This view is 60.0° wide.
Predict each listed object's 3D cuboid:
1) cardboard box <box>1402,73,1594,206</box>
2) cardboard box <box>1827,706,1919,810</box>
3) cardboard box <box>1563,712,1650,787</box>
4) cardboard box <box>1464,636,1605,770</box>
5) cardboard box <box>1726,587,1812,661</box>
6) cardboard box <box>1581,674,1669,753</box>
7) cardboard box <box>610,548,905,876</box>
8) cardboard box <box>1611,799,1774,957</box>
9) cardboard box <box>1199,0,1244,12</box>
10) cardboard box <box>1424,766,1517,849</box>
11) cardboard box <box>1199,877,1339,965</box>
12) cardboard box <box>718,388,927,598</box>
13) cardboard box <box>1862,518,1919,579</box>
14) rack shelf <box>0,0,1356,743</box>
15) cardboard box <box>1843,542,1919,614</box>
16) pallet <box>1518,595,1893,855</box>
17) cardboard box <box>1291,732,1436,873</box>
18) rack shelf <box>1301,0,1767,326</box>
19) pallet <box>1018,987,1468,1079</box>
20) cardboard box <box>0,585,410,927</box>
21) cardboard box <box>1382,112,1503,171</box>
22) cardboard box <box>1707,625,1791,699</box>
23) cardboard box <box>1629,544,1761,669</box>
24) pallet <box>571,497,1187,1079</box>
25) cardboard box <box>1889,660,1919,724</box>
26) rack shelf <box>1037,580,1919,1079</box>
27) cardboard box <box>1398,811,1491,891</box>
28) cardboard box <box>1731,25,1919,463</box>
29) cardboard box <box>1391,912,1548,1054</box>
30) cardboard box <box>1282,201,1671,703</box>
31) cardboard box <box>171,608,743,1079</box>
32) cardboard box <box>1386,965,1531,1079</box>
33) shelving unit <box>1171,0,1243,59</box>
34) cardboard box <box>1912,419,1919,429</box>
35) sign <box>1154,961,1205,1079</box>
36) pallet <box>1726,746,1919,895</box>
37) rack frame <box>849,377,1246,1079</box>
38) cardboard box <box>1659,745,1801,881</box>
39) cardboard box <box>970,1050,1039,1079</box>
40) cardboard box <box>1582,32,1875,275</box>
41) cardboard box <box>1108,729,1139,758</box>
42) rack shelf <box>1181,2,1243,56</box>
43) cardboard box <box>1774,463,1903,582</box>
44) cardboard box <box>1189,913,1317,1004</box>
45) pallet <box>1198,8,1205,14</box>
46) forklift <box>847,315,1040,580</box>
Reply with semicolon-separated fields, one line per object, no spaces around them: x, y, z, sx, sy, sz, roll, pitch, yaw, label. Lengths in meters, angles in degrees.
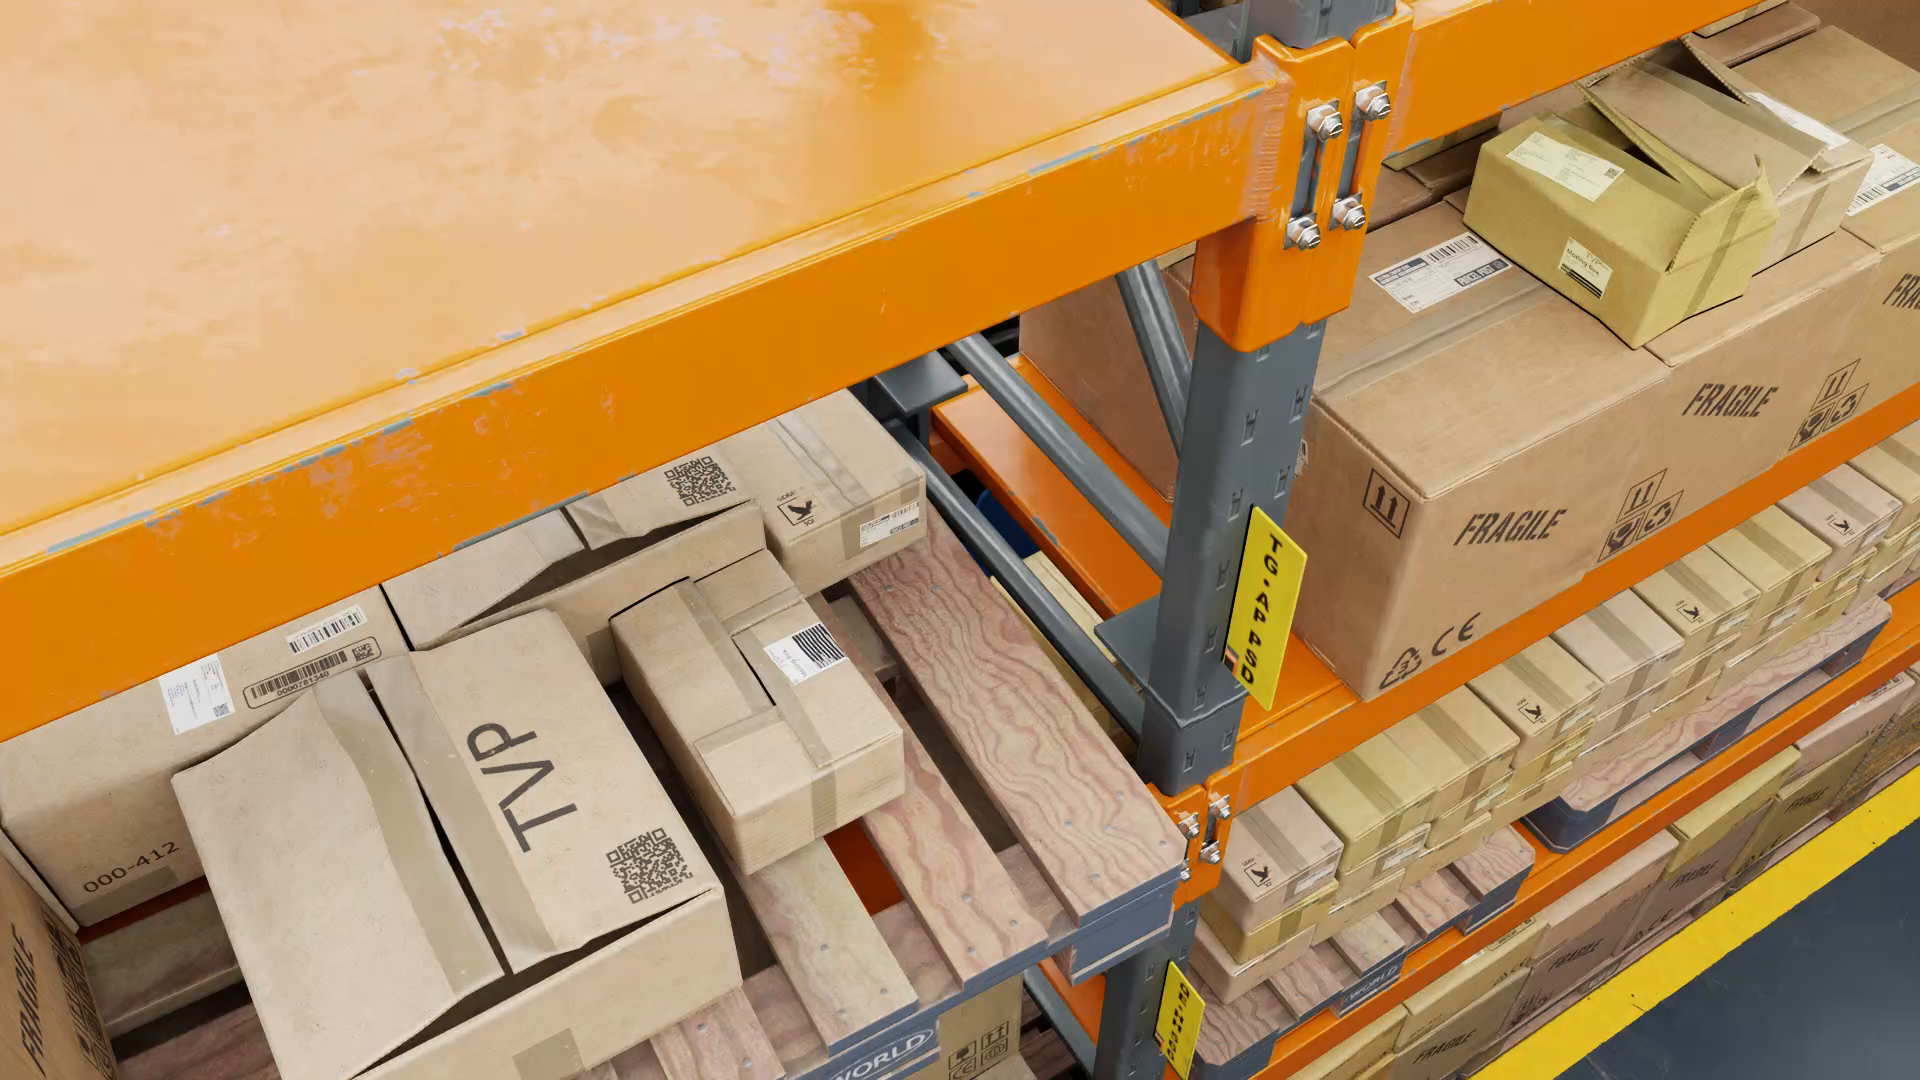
0.873;-0.688;3.224;0.500;0.500;0.500;-25;53;-21;cardboard box
3.001;0.490;5.643;0.500;0.500;0.500;-26;53;-21;cardboard box
1.502;0.401;4.217;0.250;0.149;0.380;-24;52;-20;cardboard box
1.264;0.314;3.896;0.250;0.149;0.380;-27;54;-22;cardboard box
1.940;0.094;4.291;0.250;0.149;0.380;-23;52;-20;cardboard box
1.502;0.301;4.107;0.250;0.149;0.380;-25;53;-21;cardboard box
-0.280;0.223;2.287;0.250;0.166;0.380;-25;53;-21;cardboard box
2.131;0.896;5.281;0.500;0.500;0.500;-26;53;-22;cardboard box
1.532;-3.474;8.922;0.875;0.875;0.875;-25;53;-21;cardboard box
1.078;0.500;3.929;0.250;0.149;0.380;-27;54;-22;cardboard box
0.625;0.718;3.735;0.250;0.149;0.380;-23;52;-19;cardboard box
-0.258;-0.116;2.602;0.250;0.149;0.380;-27;54;-22;cardboard box
2.378;-0.110;4.472;0.250;0.149;0.380;-28;54;-23;cardboard box
-1.582;0.113;1.319;4.000;0.370;1.077;-25;53;-21;rack shelf
2.387;-0.012;4.584;0.250;0.149;0.380;-27;54;-22;cardboard box
1.762;0.188;4.648;1.213;0.211;1.003;-25;53;-21;pallet
0.830;0.514;3.718;0.250;0.149;0.380;-27;54;-22;cardboard box
1.801;-1.481;2.738;4.000;0.370;1.077;-25;53;-21;rack shelf
0.771;1.556;5.169;1.213;0.211;1.003;-25;53;-21;pallet
-1.044;0.167;2.282;0.500;0.250;0.500;-24;53;-20;cardboard box
0.739;-0.886;2.888;0.258;0.266;0.396;-25;53;-21;cardboard box
1.937;0.199;4.396;0.250;0.149;0.380;-27;54;-22;cardboard box
1.714;0.098;4.088;0.250;0.149;0.380;-24;52;-20;cardboard box
-0.407;0.294;2.543;1.003;0.211;1.213;-23;52;-19;pallet
2.997;0.243;5.360;0.500;0.250;0.500;-27;53;-22;cardboard box
1.801;0.381;4.829;4.000;0.370;1.077;-25;53;-21;rack shelf
1.051;0.617;4.024;0.250;0.149;0.380;-23;52;-19;cardboard box
1.574;-0.558;3.108;0.500;0.500;0.500;-25;53;-21;cardboard box
1.251;1.057;4.636;0.500;0.250;0.500;-26;53;-21;cardboard box
0.735;-0.152;2.746;0.500;0.500;0.500;-25;53;-21;cardboard box
-0.614;0.404;2.030;0.500;0.311;0.500;-25;53;-21;cardboard box
1.267;1.307;4.915;0.500;0.500;0.500;-25;53;-20;cardboard box
1.005;-1.088;6.252;0.503;2.100;0.431;-20;51;-18;shelving unit
2.589;-0.312;4.453;0.250;0.149;0.380;-25;53;-21;cardboard box
0.408;0.903;3.107;0.005;0.325;0.100;-25;53;-21;sign
2.835;0.583;6.035;1.213;0.211;1.003;-25;53;-21;pallet
0.110;0.939;3.851;0.127;3.000;1.000;-25;53;-21;rack frame
2.116;0.659;4.990;0.500;0.250;0.500;-27;54;-22;cardboard box
-0.128;1.254;3.503;0.500;0.500;0.500;-25;53;-21;cardboard box
1.229;-0.666;2.692;0.258;0.266;0.396;-25;53;-21;cardboard box
0.281;0.396;4.221;0.250;0.149;0.380;-24;53;-20;cardboard box
1.017;-1.548;5.743;0.480;0.518;0.431;-20;51;-18;rack shelf
2.154;-0.107;4.271;0.250;0.149;0.380;-27;54;-22;cardboard box
0.596;0.832;3.833;0.250;0.149;0.380;-26;53;-21;cardboard box
1.616;-3.154;9.363;1.213;0.211;1.003;-25;53;-21;pallet
-0.624;-0.797;5.442;3.031;2.935;1.130;-20;51;-17;forklift
